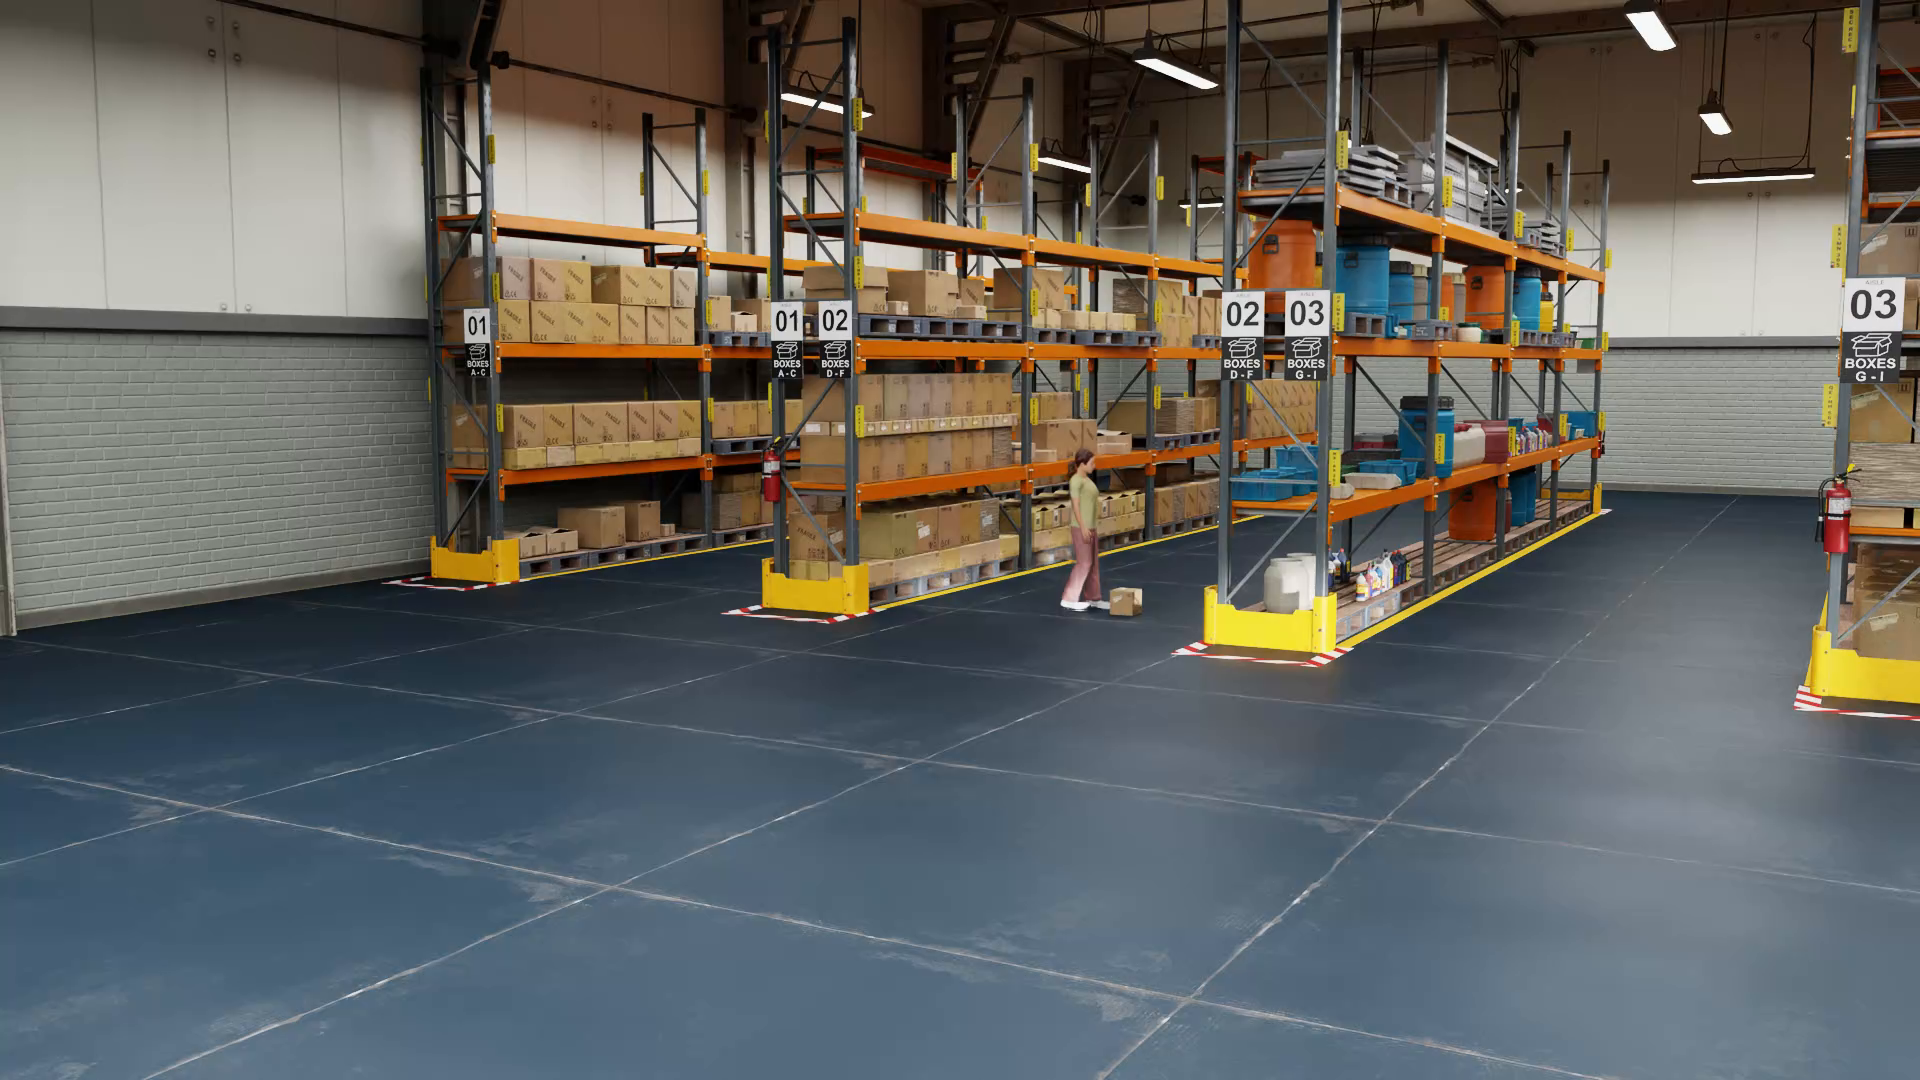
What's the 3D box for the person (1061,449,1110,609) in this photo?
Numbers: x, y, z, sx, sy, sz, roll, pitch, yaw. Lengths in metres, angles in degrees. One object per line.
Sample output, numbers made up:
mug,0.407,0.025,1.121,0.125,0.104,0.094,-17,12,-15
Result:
person,1.311,-0.104,17.264,0.470,1.690,0.474,2,6,22
